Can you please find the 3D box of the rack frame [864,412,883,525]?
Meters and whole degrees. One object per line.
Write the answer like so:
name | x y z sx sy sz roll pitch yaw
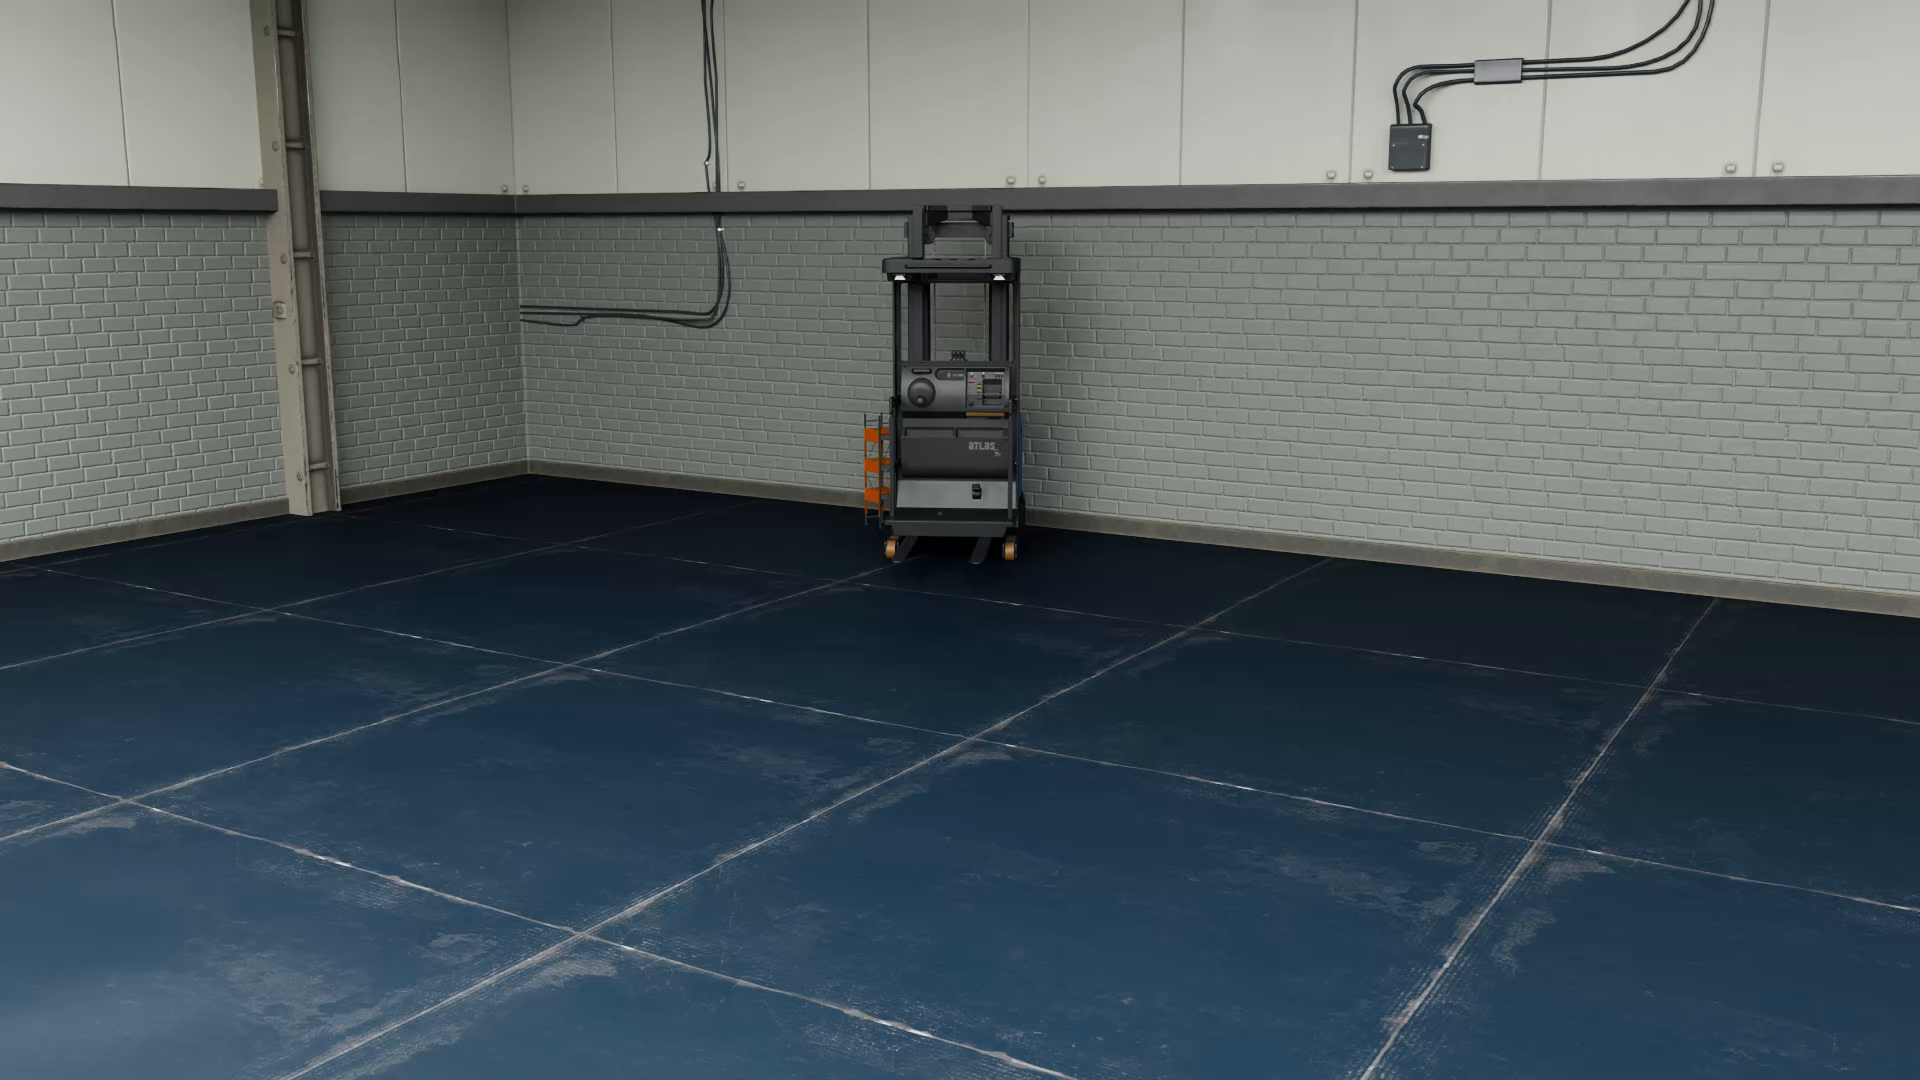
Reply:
rack frame | -0.808 -0.669 15.587 0.200 1.050 0.008 -8 13 -35

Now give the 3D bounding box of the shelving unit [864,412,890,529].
shelving unit | -0.737 -0.650 15.490 0.215 1.050 0.252 -8 13 -35

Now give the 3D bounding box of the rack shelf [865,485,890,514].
rack shelf | -0.737 -0.367 15.543 0.215 0.259 0.240 -8 13 -35

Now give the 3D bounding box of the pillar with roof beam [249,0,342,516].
pillar with roof beam | -2.666 -4.291 13.332 9.100 9.000 0.400 6 12 31

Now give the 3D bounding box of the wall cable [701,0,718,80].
wall cable | -1.374 -5.737 15.770 3.097 2.526 0.112 6 12 31

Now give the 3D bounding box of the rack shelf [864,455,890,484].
rack shelf | -0.737 -0.640 15.492 0.215 0.259 0.240 -8 13 -35

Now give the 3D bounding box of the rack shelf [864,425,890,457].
rack shelf | -0.737 -0.919 15.440 0.215 0.259 0.240 -8 13 -35

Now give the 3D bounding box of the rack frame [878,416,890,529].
rack frame | -0.665 -0.632 15.393 0.200 1.050 0.008 -8 13 -35

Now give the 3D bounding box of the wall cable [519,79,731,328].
wall cable | -3.686 -3.513 17.615 3.097 2.526 0.112 6 12 31

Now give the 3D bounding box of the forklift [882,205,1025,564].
forklift | -0.053 -1.326 13.989 1.130 2.935 3.031 1 11 5

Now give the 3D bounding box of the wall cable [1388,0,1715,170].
wall cable | 4.420 -5.801 12.159 2.305 6.003 0.169 6 12 31
